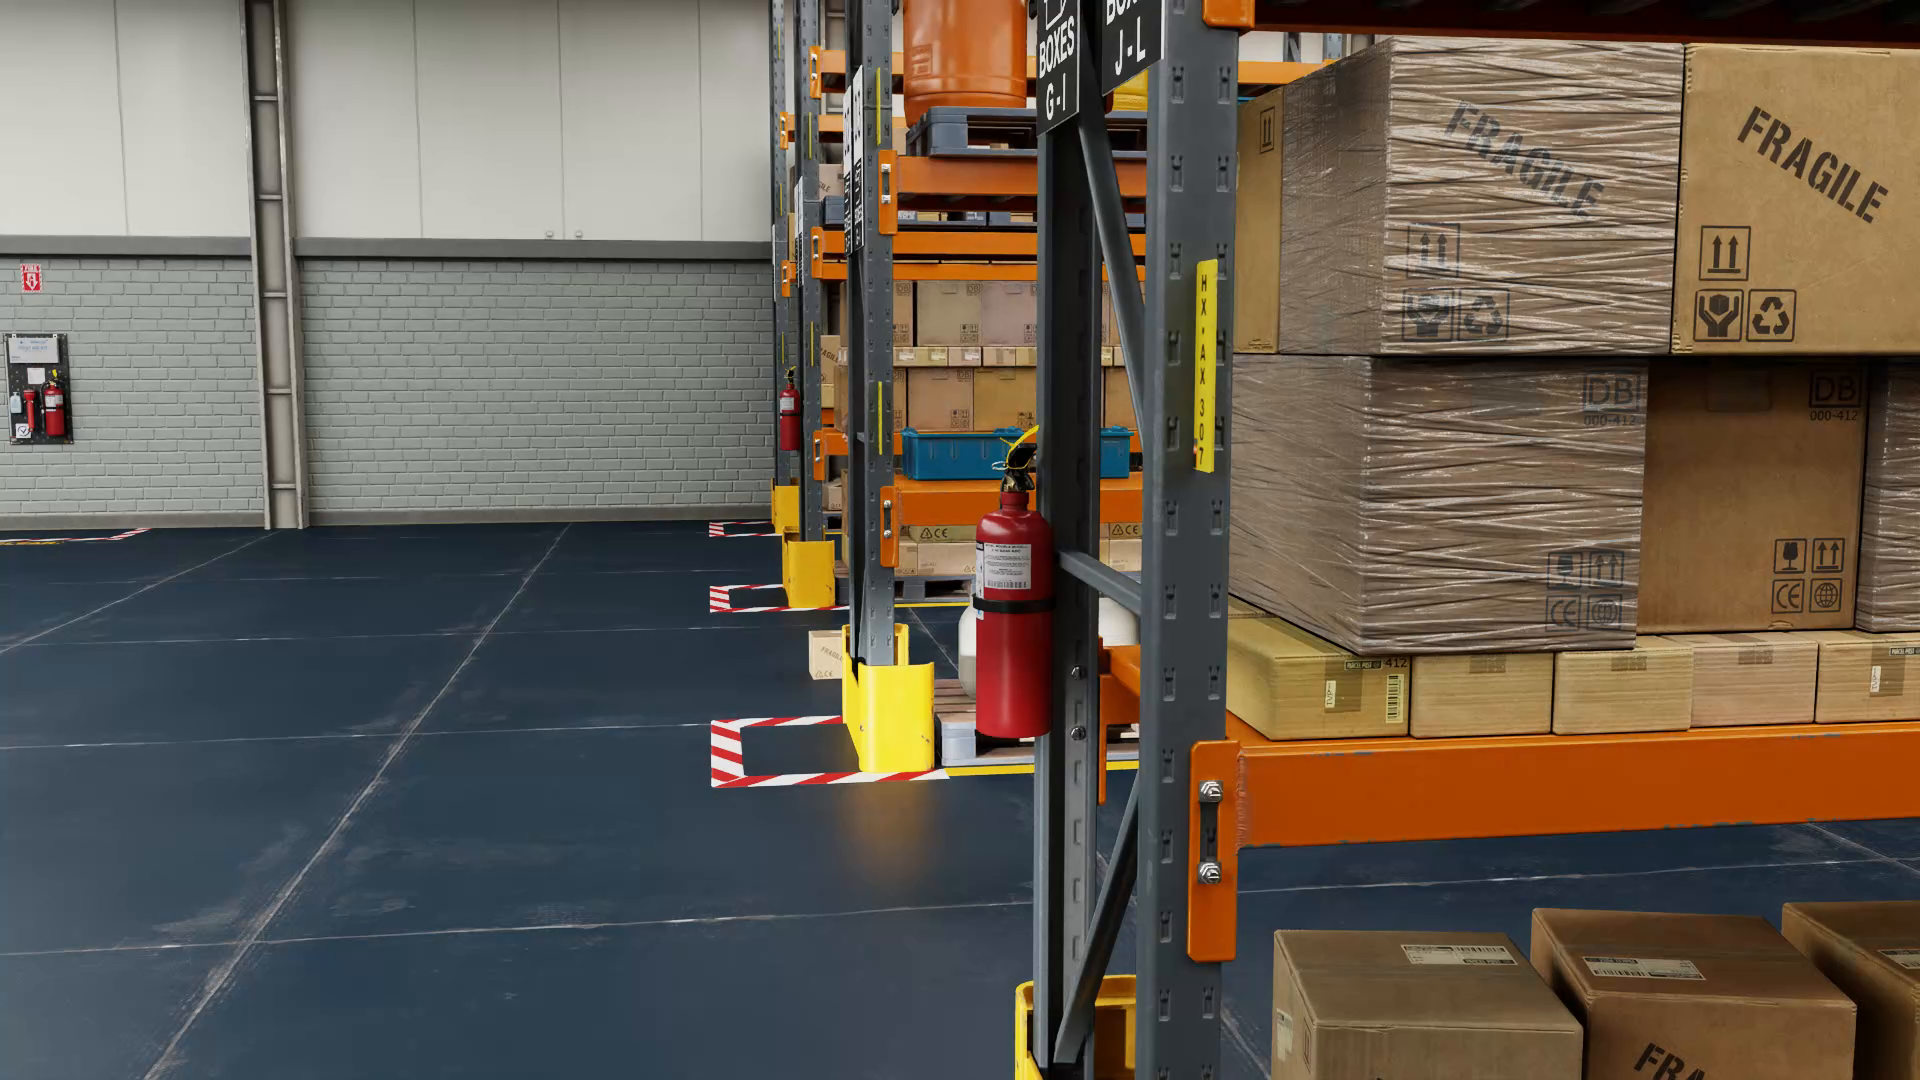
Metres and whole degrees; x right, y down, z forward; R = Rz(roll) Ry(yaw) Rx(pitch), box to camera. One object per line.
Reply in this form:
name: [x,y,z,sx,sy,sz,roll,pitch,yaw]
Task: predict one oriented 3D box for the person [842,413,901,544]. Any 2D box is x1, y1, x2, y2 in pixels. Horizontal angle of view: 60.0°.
person: [-0.531,0.012,9.925,0.346,1.593,0.459,-1,7,-9]
